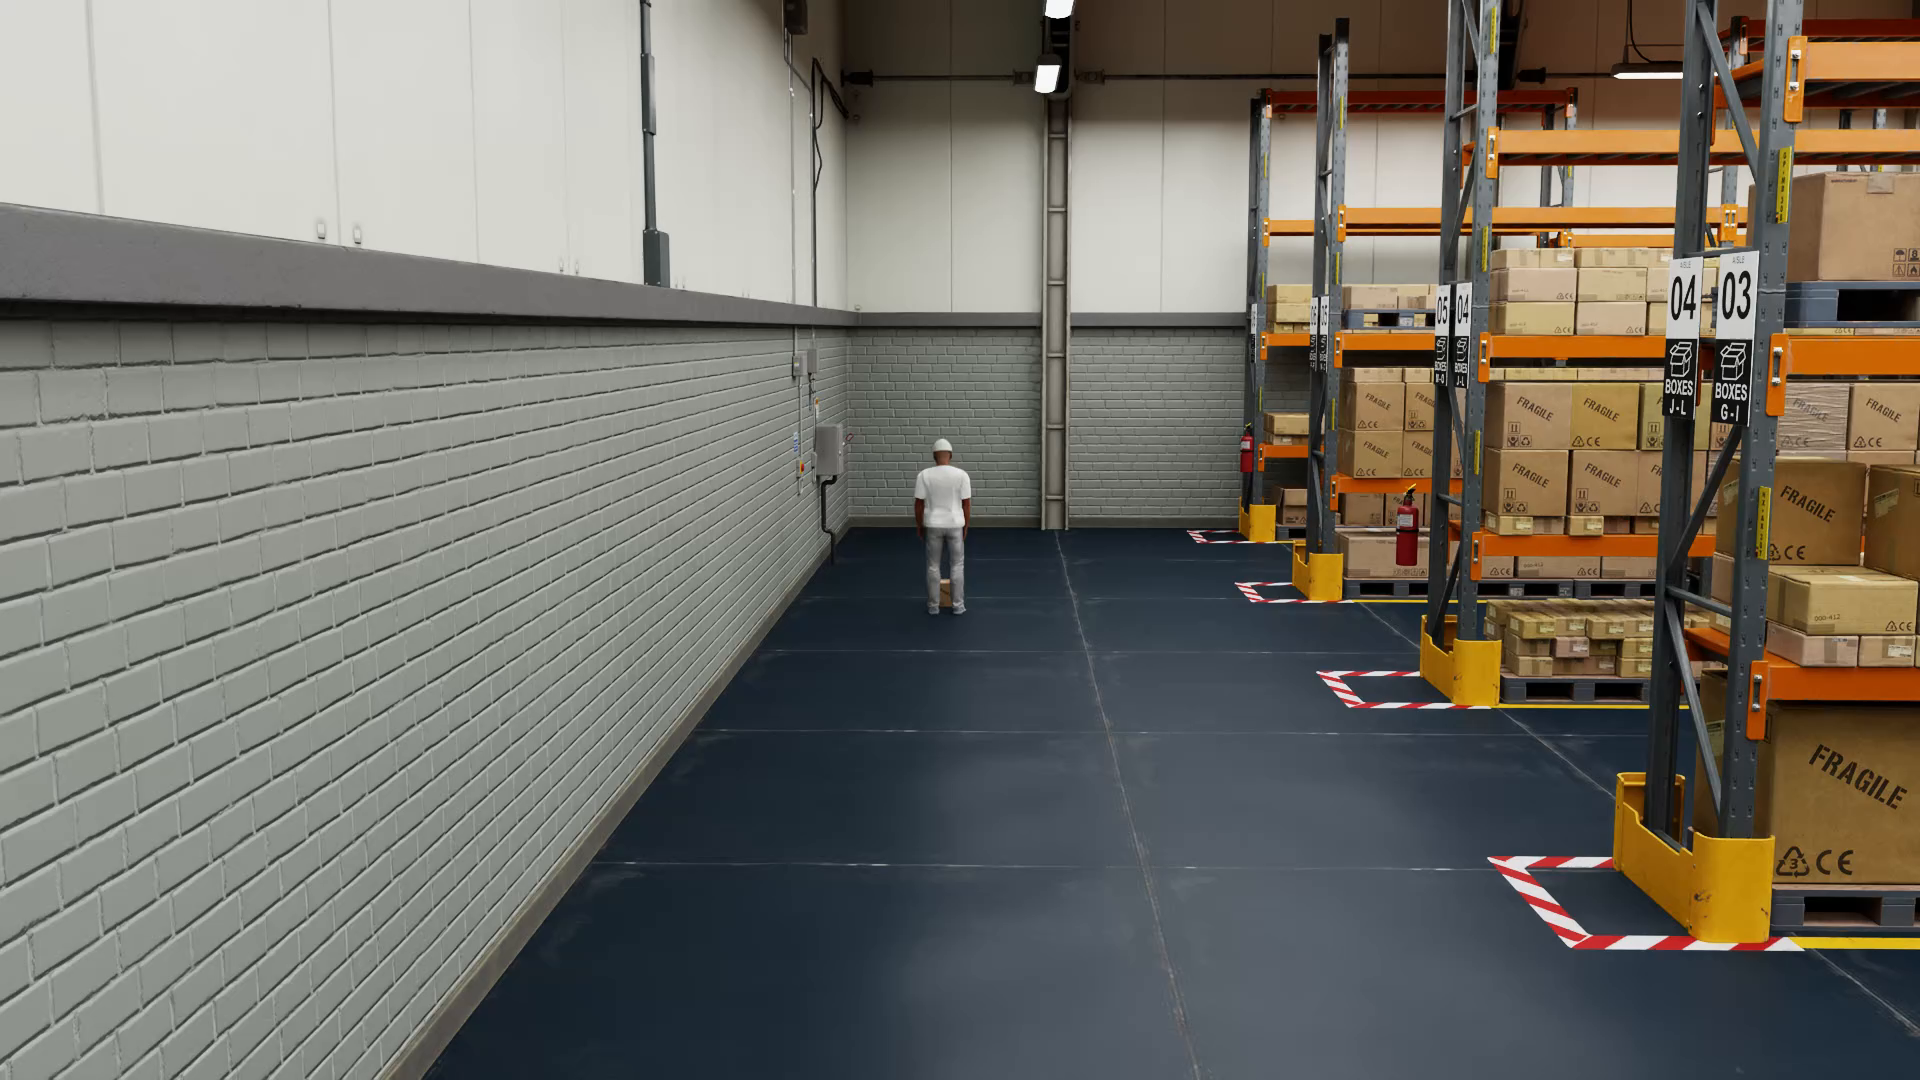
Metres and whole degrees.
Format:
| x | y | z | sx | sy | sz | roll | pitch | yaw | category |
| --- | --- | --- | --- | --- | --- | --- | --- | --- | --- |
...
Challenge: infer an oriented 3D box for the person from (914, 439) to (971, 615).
| x | y | z | sx | sy | sz | roll | pitch | yaw | category |
| --- | --- | --- | --- | --- | --- | --- | --- | --- | --- |
| -0.173 | -0.133 | 16.756 | 0.567 | 1.758 | 0.368 | 0 | 7 | 2 | person |
